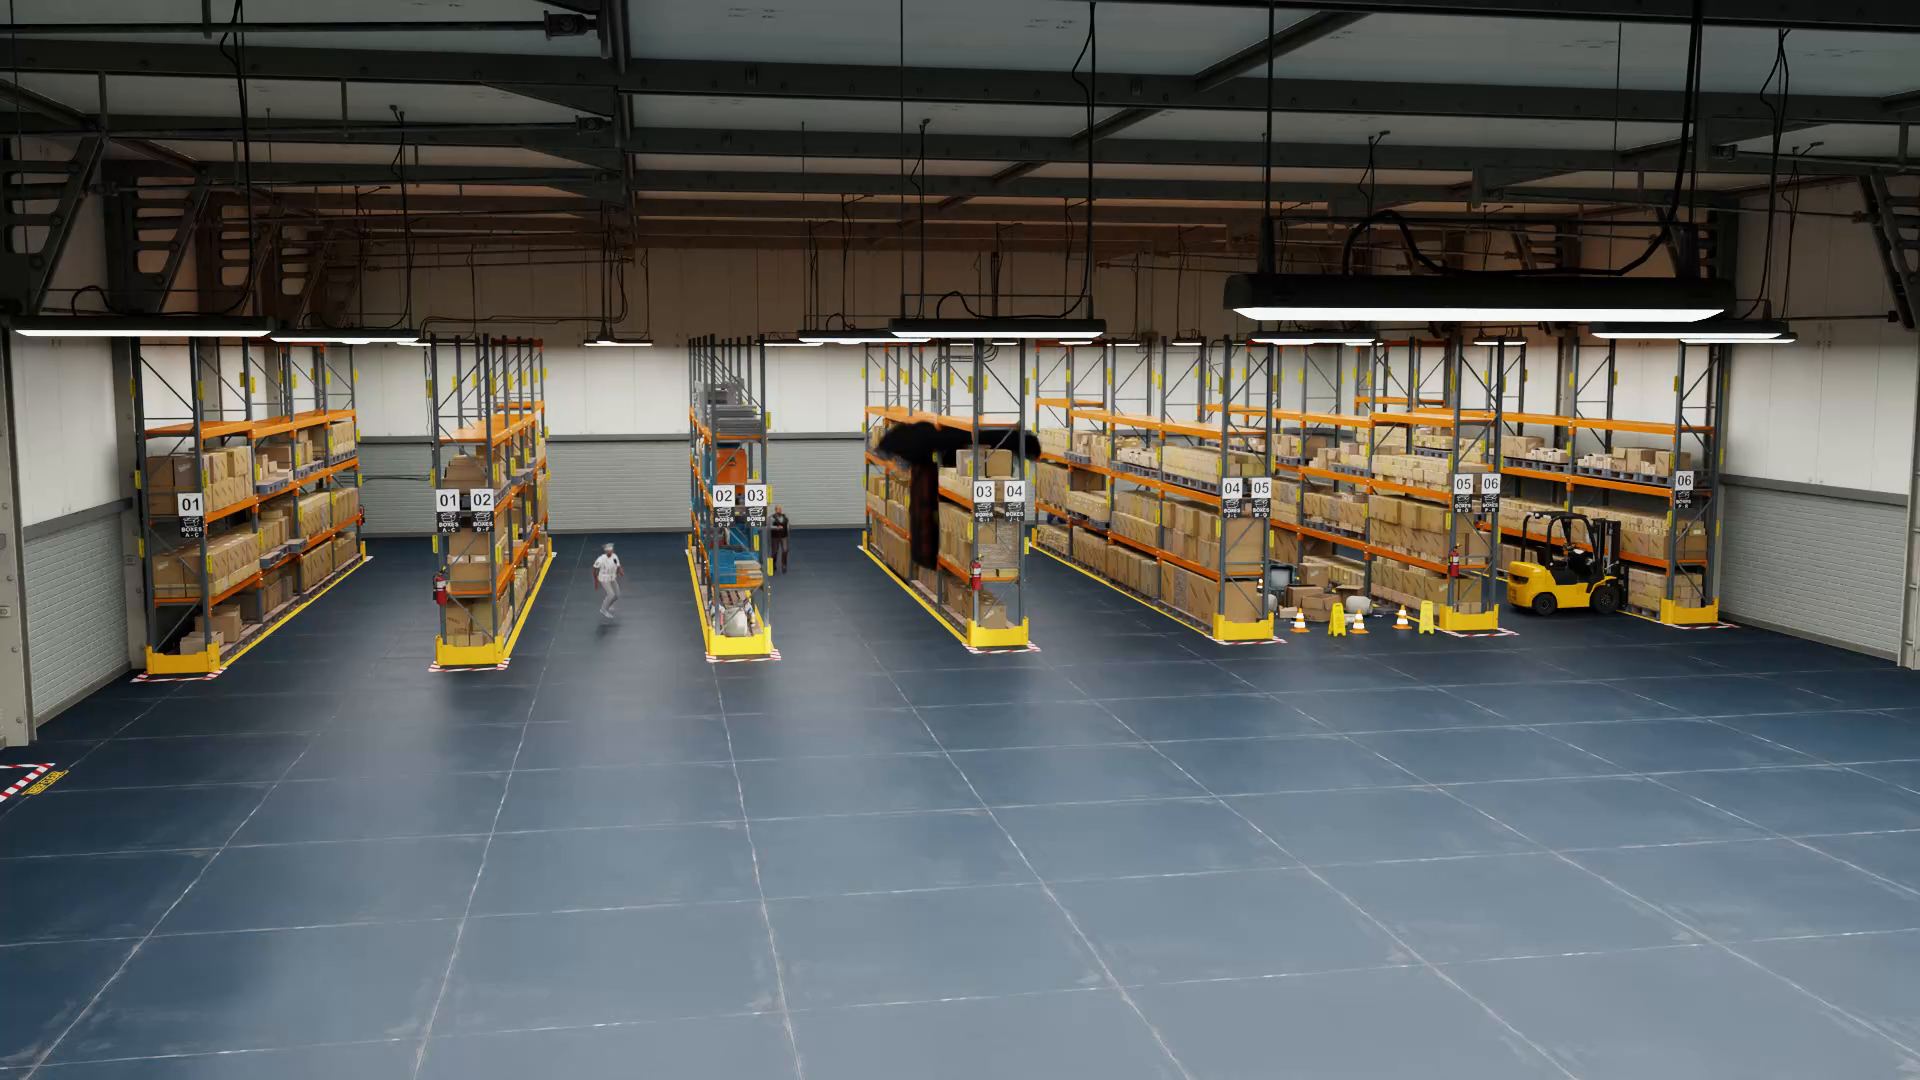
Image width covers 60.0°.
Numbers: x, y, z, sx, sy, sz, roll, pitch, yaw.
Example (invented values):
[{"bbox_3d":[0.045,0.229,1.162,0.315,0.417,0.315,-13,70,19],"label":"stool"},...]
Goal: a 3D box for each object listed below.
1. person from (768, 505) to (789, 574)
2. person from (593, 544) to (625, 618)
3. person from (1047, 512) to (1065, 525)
[{"bbox_3d":[-4.647,-0.019,42.689,0.616,1.782,0.851,-2,7,-20],"label":"person"},{"bbox_3d":[-7.219,0.824,34.307,0.819,1.535,0.605,4,8,31],"label":"person"},{"bbox_3d":[2.910,-0.887,50.430,0.911,1.663,0.604,-6,9,-41],"label":"person"}]
